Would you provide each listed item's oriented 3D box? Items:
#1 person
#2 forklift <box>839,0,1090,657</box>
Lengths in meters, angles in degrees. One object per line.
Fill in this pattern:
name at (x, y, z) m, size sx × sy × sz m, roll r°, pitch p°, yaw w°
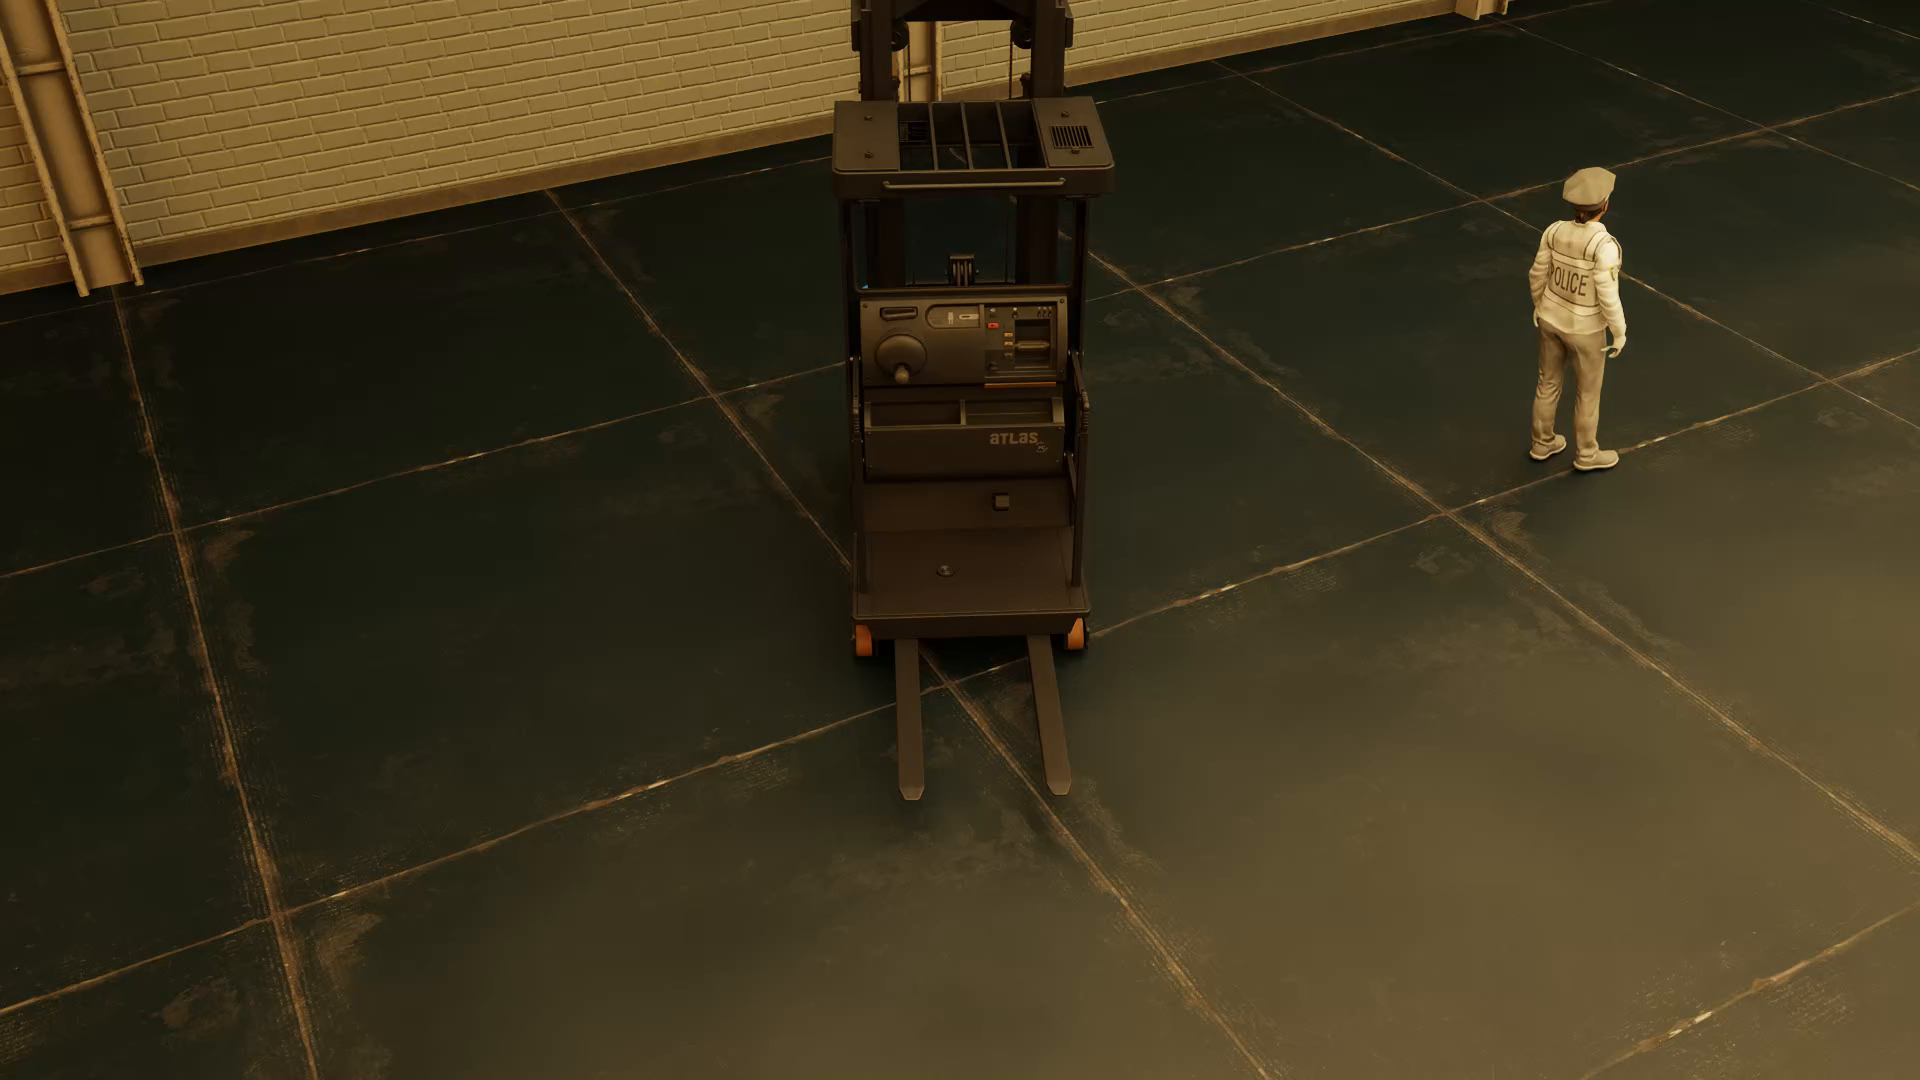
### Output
person at (3.328, -1.154, 8.861) m, size 0.488 × 1.640 × 0.569 m, roll -22°, pitch 41°, yaw -28°
forklift at (0.004, -1.125, 7.770) m, size 1.129 × 2.867 × 1.939 m, roll -2°, pitch 35°, yaw -2°
